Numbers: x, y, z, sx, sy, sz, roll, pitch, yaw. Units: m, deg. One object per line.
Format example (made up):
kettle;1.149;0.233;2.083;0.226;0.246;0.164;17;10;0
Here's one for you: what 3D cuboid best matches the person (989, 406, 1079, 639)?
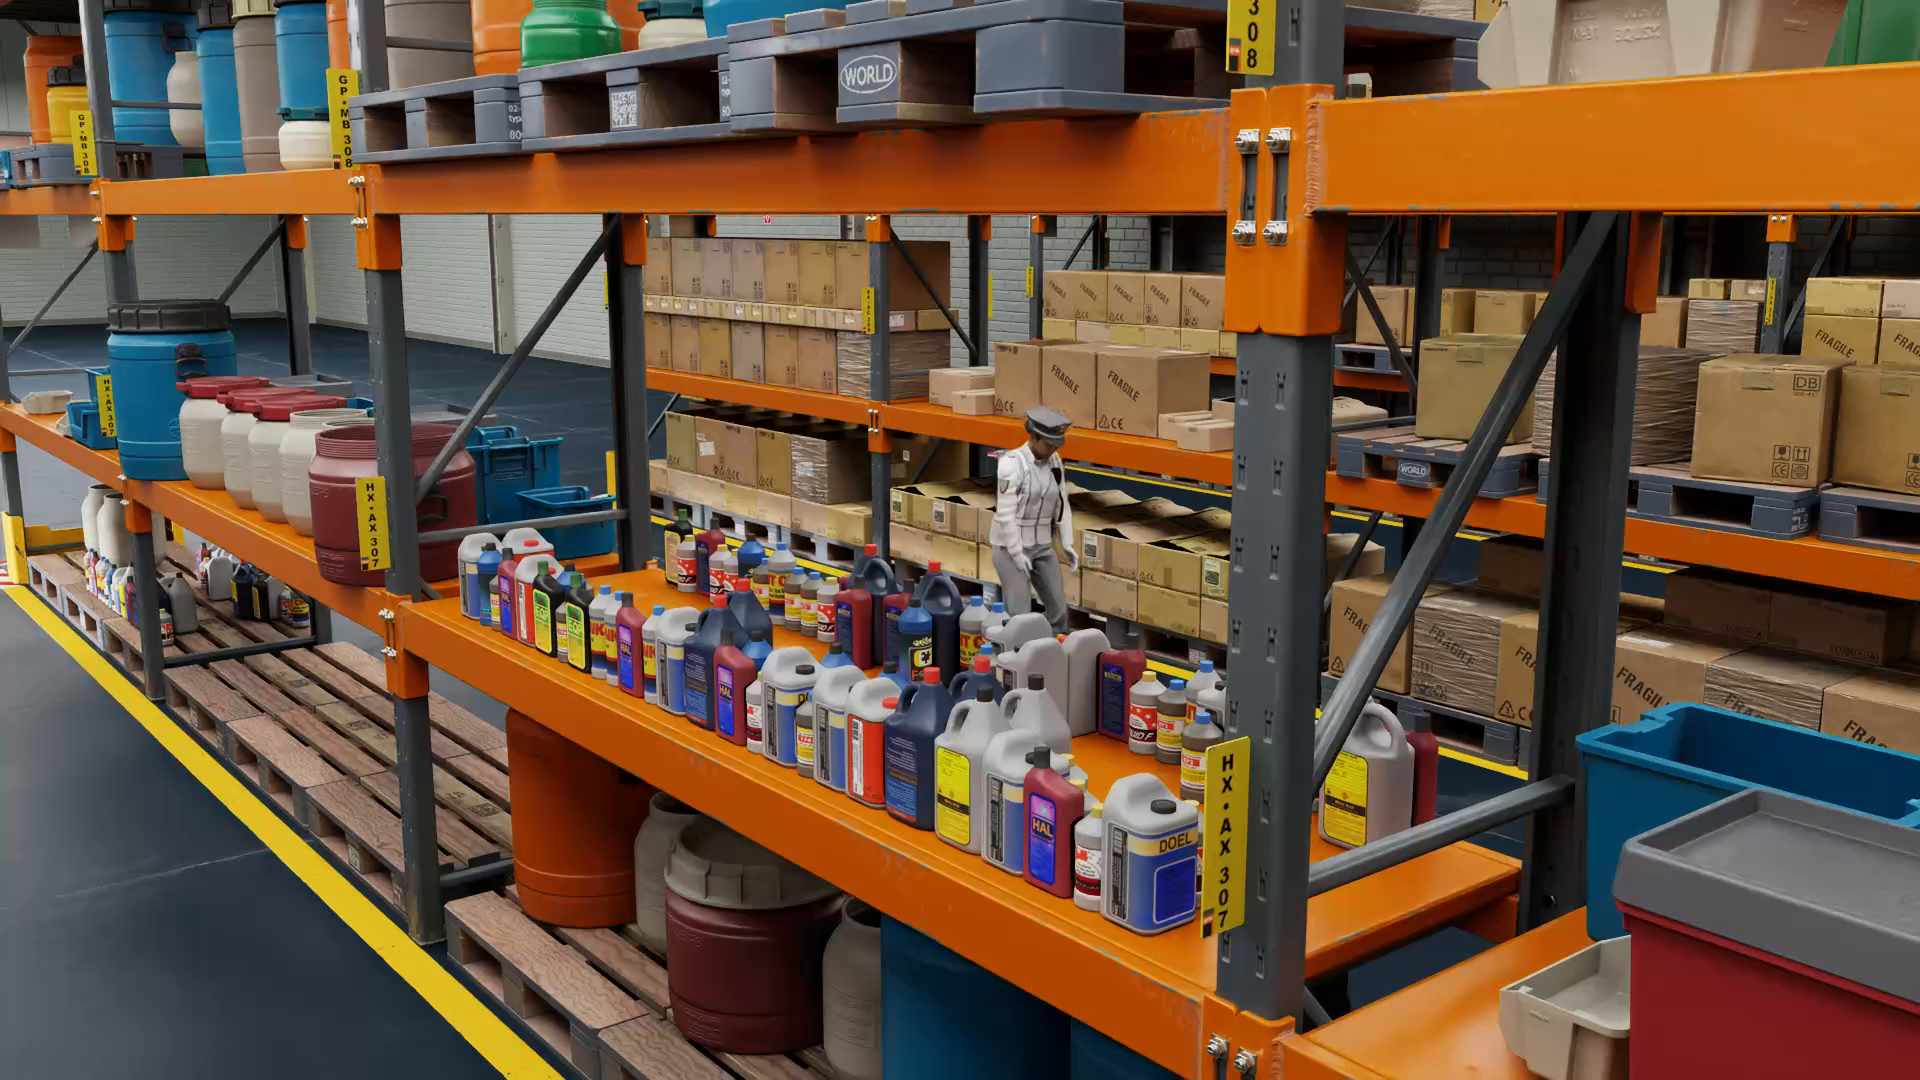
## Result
person;0.416;0.063;9.269;0.504;1.616;0.464;-9;14;-37
